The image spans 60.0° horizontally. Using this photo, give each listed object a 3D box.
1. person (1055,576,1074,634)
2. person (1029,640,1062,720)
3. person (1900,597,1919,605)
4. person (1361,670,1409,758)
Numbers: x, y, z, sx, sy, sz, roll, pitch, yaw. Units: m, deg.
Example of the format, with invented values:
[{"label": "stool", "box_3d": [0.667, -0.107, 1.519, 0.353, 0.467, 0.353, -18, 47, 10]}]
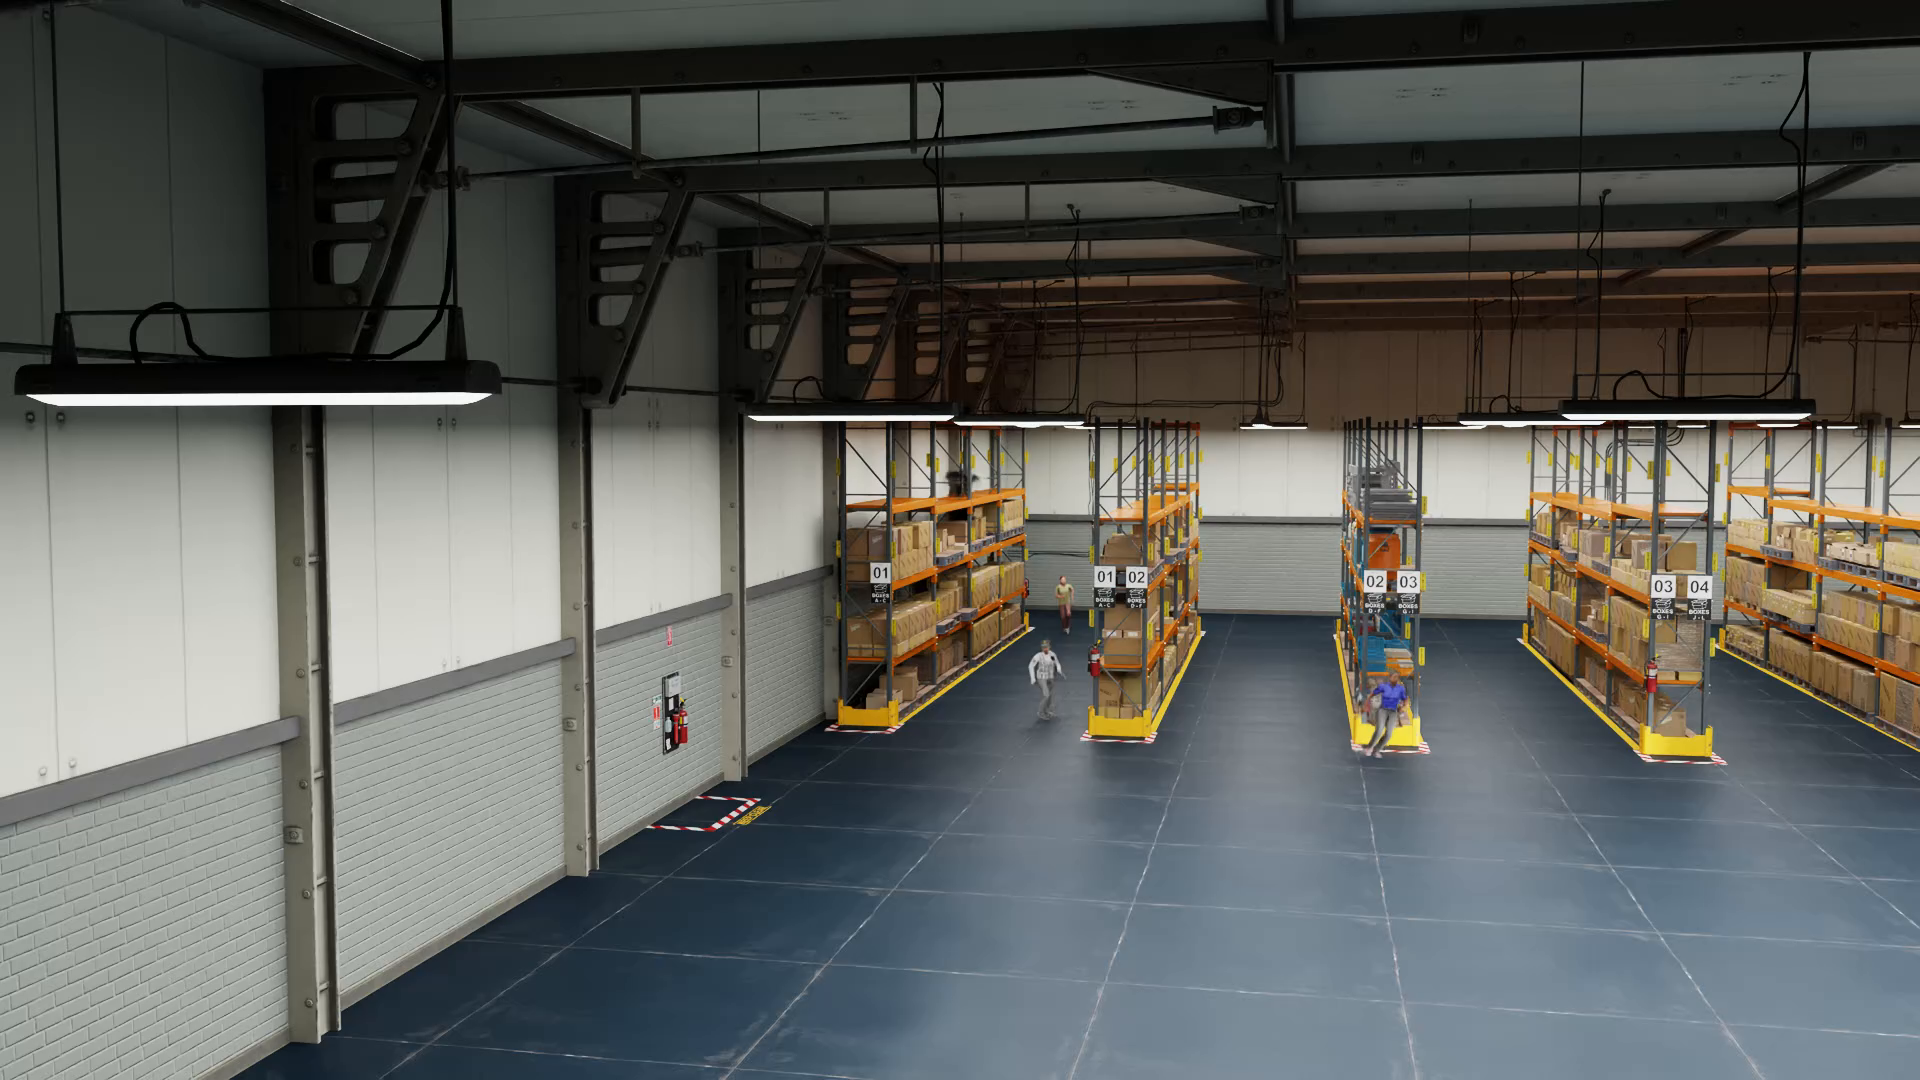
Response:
[{"label": "person", "box_3d": [2.965, 1.840, 47.261, 0.531, 1.671, 0.678, 0, 4, 3]}, {"label": "person", "box_3d": [1.744, 2.796, 33.209, 0.622, 1.629, 0.749, -2, 4, -33]}, {"label": "person", "box_3d": [26.700, 1.857, 46.593, 0.811, 1.741, 0.583, 0, 4, -7]}, {"label": "person", "box_3d": [7.493, 3.077, 29.164, 0.769, 1.585, 0.596, -1, 4, -9]}]
